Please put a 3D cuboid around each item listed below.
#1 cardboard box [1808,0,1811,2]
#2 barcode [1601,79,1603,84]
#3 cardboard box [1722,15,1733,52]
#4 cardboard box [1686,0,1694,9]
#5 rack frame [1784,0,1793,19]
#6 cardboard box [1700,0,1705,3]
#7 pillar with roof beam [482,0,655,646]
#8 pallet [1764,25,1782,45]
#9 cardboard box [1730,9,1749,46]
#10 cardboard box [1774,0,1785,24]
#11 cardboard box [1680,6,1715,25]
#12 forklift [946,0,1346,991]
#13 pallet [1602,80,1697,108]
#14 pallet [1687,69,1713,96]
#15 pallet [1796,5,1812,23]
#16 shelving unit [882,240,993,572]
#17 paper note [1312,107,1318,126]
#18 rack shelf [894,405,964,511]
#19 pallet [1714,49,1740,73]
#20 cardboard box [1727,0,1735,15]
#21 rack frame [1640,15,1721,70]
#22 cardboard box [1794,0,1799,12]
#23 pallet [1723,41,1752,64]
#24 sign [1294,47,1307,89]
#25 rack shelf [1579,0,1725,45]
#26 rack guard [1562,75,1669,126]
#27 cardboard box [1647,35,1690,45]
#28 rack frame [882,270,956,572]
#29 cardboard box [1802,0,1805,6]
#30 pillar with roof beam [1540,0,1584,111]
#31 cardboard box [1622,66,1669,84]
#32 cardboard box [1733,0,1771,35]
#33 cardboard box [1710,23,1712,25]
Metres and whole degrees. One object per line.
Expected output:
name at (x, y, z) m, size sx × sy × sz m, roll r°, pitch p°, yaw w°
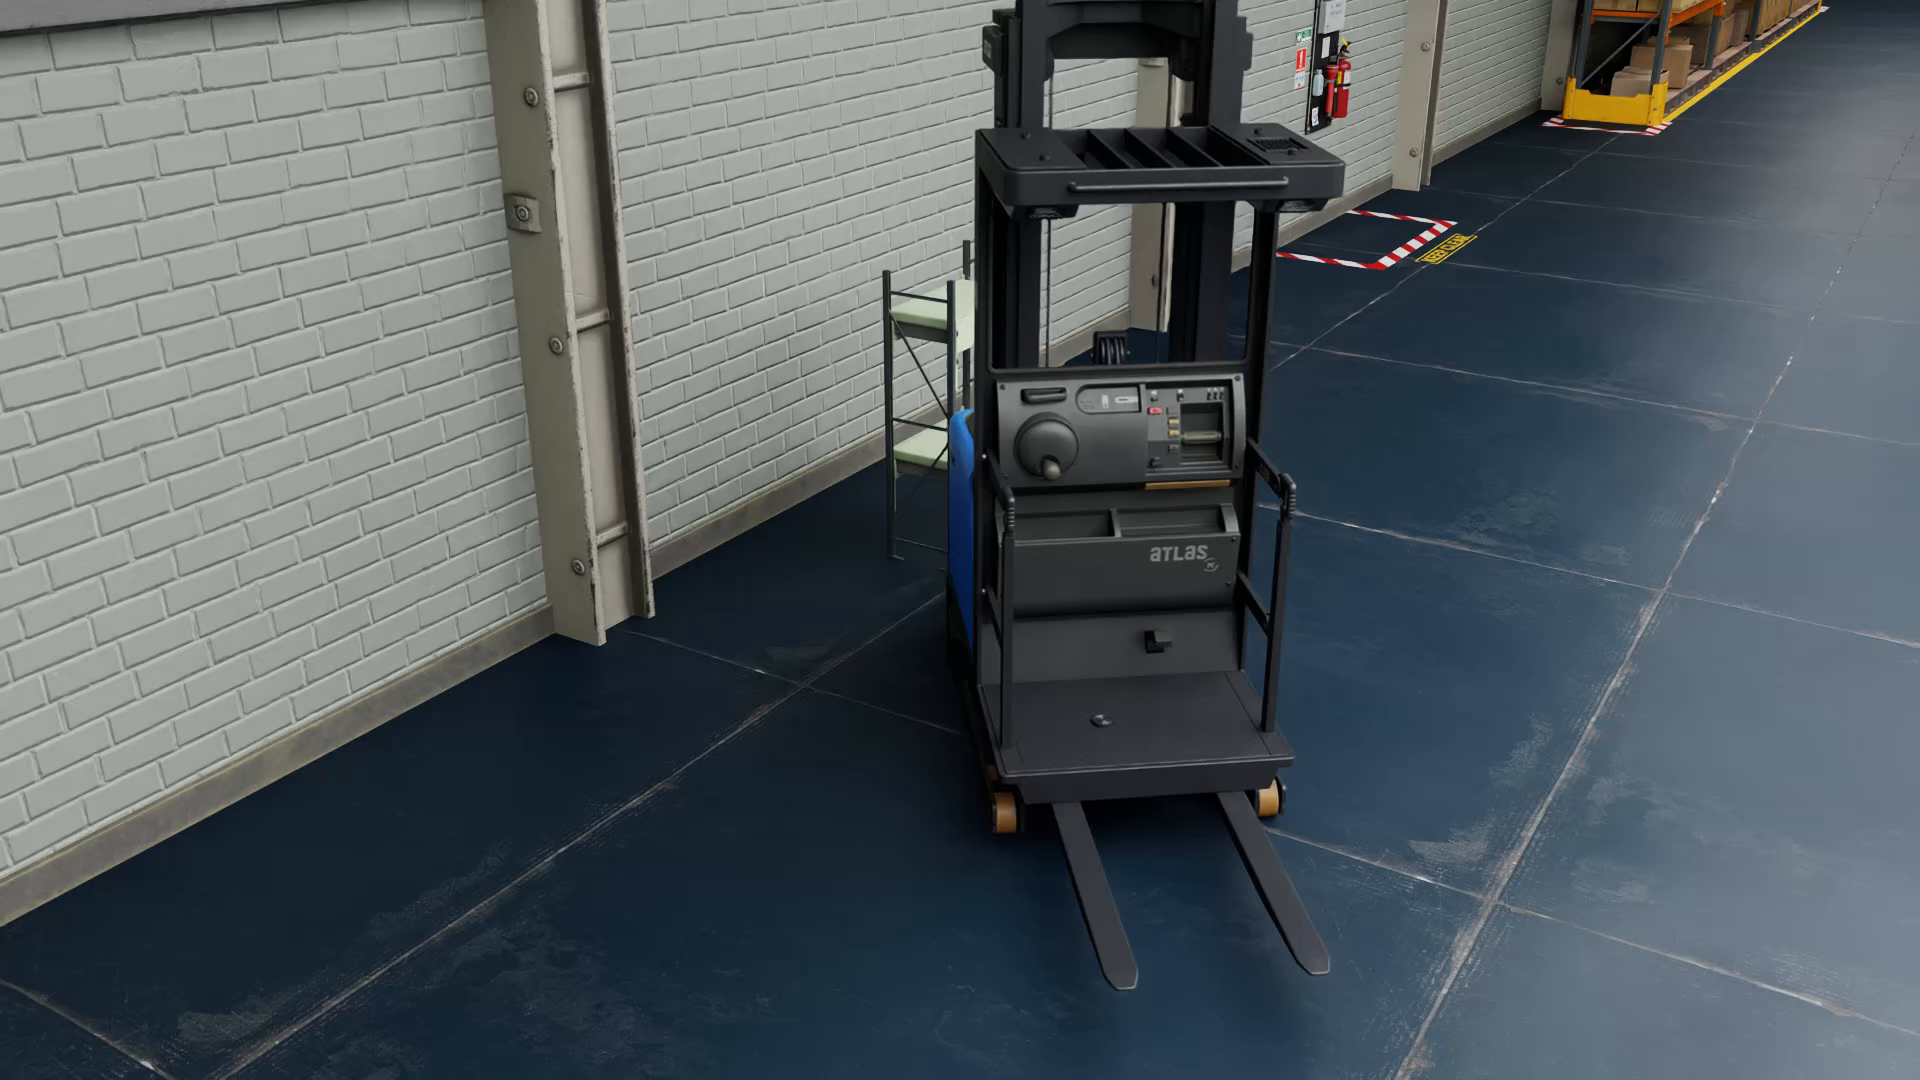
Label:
cardboard box at (16.333, -10.834, 32.618) m, size 0.700 × 0.500 × 0.500 m, roll 14°, pitch 27°, yaw 29°
barcode at (8.288, -5.922, 21.474) m, size 0.001 × 0.075 × 0.075 m, roll 14°, pitch 27°, yaw 29°
cardboard box at (11.453, -7.823, 25.638) m, size 0.700 × 0.500 × 0.500 m, roll 14°, pitch 27°, yaw 29°
cardboard box at (8.966, -6.862, 20.989) m, size 0.500 × 0.250 × 0.500 m, roll 13°, pitch 27°, yaw 27°
rack frame at (14.507, -10.696, 29.681) m, size 1.000 × 3.000 × 0.127 m, roll 14°, pitch 27°, yaw 29°
cardboard box at (9.508, -7.203, 21.777) m, size 0.500 × 0.250 × 0.500 m, roll 14°, pitch 27°, yaw 29°
pillar with roof beam at (1.974, -2.839, 3.980) m, size 9.100 × 9.000 × 0.400 m, roll 14°, pitch 27°, yaw 29°
pallet at (13.521, -8.726, 28.642) m, size 1.003 × 0.211 × 1.213 m, roll 14°, pitch 27°, yaw 29°
cardboard box at (12.062, -8.146, 26.385) m, size 0.700 × 0.500 × 0.500 m, roll 14°, pitch 27°, yaw 30°
cardboard box at (13.808, -9.355, 28.760) m, size 0.750 × 0.750 × 0.750 m, roll 15°, pitch 27°, yaw 31°
cardboard box at (10.891, -7.796, 24.631) m, size 0.500 × 0.250 × 0.500 m, roll 13°, pitch 27°, yaw 28°
forklift at (0.625, -0.390, 5.961) m, size 1.130 × 2.935 × 3.031 m, roll -3°, pitch 24°, yaw -6°
pallet at (9.320, -6.068, 22.502) m, size 1.003 × 0.211 × 1.213 m, roll 14°, pitch 27°, yaw 29°
pallet at (9.963, -6.482, 23.457) m, size 1.003 × 0.211 × 1.213 m, roll 14°, pitch 27°, yaw 29°
pallet at (15.617, -10.070, 31.745) m, size 1.003 × 0.211 × 1.213 m, roll 14°, pitch 27°, yaw 29°
shelving unit at (-0.004, -0.686, 8.447) m, size 0.431 × 1.500 × 0.755 m, roll 14°, pitch 27°, yaw 29°
paper note at (3.159, -3.762, 14.774) m, size 0.016 × 0.148 × 0.142 m, roll 14°, pitch 27°, yaw 29°
rack shelf at (-0.004, -0.387, 8.576) m, size 0.431 × 0.370 × 0.720 m, roll 14°, pitch 27°, yaw 29°
pallet at (11.339, -7.392, 25.560) m, size 1.003 × 0.211 × 1.213 m, roll 14°, pitch 27°, yaw 29°
cardboard box at (11.708, -8.311, 25.822) m, size 0.500 × 0.250 × 0.500 m, roll 14°, pitch 27°, yaw 30°
rack frame at (10.287, -7.996, 23.444) m, size 1.000 × 3.000 × 0.127 m, roll 14°, pitch 27°, yaw 29°
cardboard box at (15.256, -10.141, 31.017) m, size 0.700 × 0.500 × 0.500 m, roll 14°, pitch 27°, yaw 28°
pallet at (11.984, -7.802, 26.508) m, size 1.003 × 0.211 × 1.213 m, roll 14°, pitch 27°, yaw 29°
sign at (2.931, -4.063, 14.315) m, size 0.001 × 0.329 × 0.234 m, roll 14°, pitch 27°, yaw 29°
rack shelf at (9.232, -6.990, 22.027) m, size 1.077 × 0.370 × 4.000 m, roll 14°, pitch 27°, yaw 29°
rack guard at (8.217, -5.524, 20.881) m, size 1.175 × 0.500 × 0.348 m, roll 14°, pitch 27°, yaw 29°
cardboard box at (9.774, -6.692, 23.024) m, size 0.500 × 0.500 × 0.500 m, roll 12°, pitch 26°, yaw 25°
rack frame at (-0.197, -0.562, 8.161) m, size 0.400 × 1.500 × 0.023 m, roll 14°, pitch 27°, yaw 29°
cardboard box at (15.804, -10.495, 31.836) m, size 0.700 × 0.500 × 0.500 m, roll 13°, pitch 27°, yaw 27°
pillar with roof beam at (11.469, -8.914, 18.014) m, size 9.100 × 9.000 × 0.400 m, roll 14°, pitch 27°, yaw 29°
cardboard box at (8.919, -6.021, 21.712) m, size 0.500 × 0.311 × 0.500 m, roll 16°, pitch 28°, yaw 33°
cardboard box at (12.896, -8.772, 27.416) m, size 0.750 × 0.750 × 0.750 m, roll 13°, pitch 27°, yaw 28°
cardboard box at (10.891, -7.487, 24.862) m, size 0.700 × 0.500 × 0.500 m, roll 13°, pitch 27°, yaw 28°
